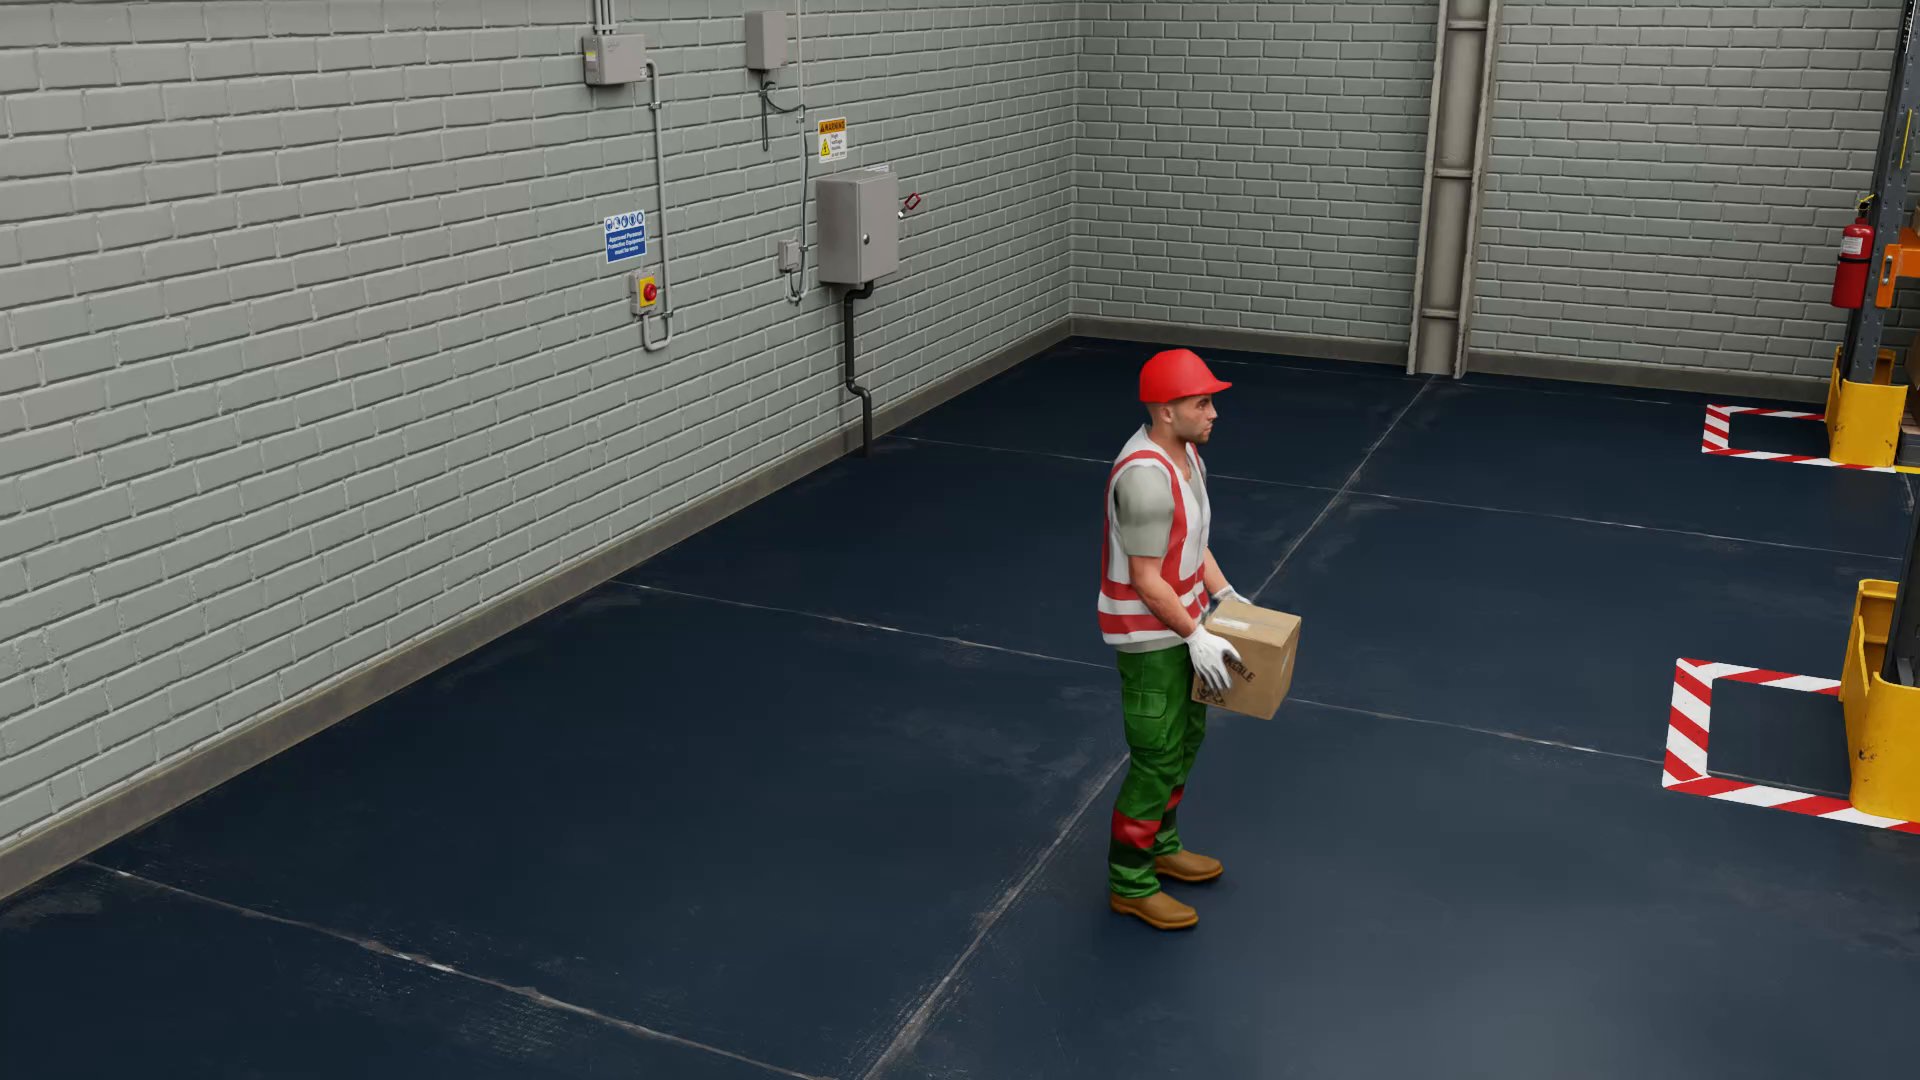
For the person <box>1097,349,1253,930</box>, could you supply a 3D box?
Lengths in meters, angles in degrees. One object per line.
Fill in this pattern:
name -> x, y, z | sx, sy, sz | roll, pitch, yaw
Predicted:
person -> 0.676, 0.296, 5.154 | 0.474, 1.793, 0.533 | 8, 20, 22
